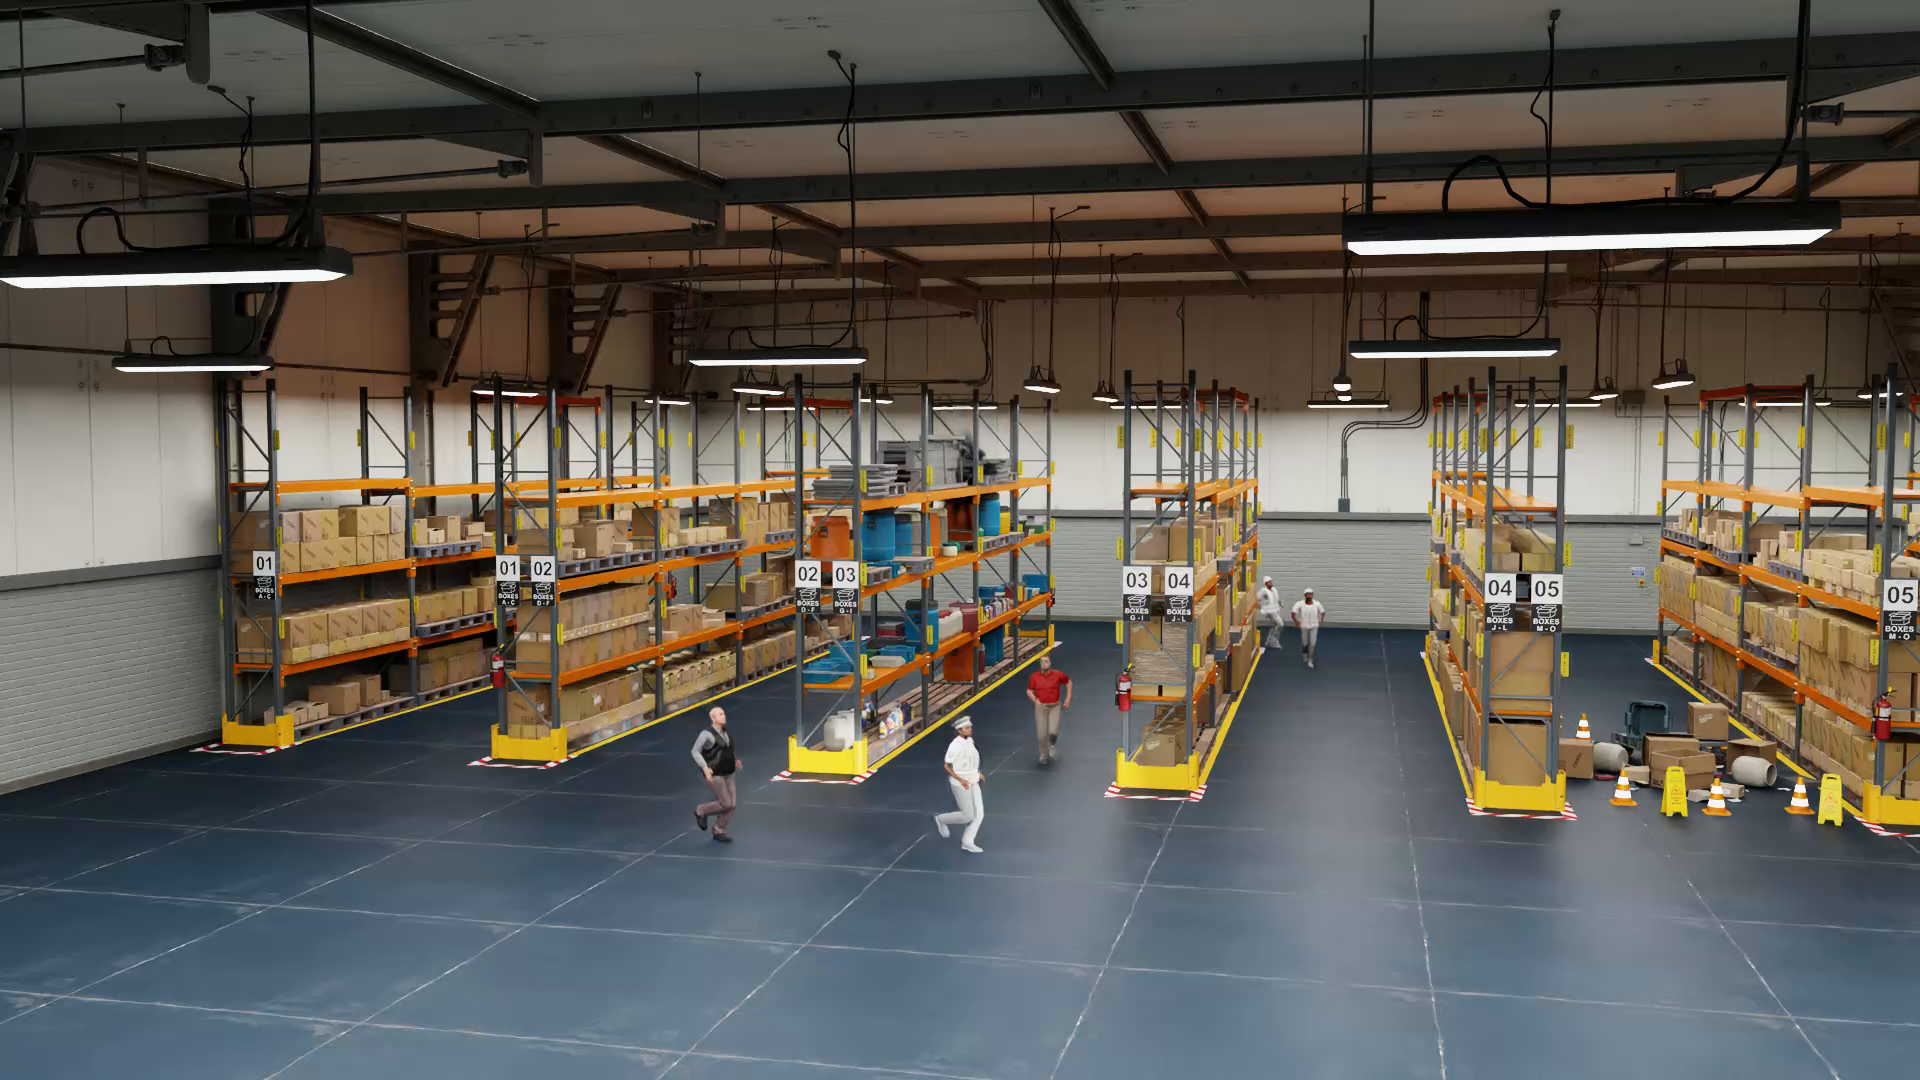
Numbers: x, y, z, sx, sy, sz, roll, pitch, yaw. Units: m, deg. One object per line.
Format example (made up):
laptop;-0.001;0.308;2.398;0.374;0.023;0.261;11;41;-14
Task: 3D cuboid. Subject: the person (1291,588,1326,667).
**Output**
person;7.747;1.938;36.868;0.737;1.737;0.609;0;3;1

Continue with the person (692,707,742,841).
person;-3.021;2.925;20.778;0.581;1.676;0.662;2;4;33

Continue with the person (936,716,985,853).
person;0.020;2.962;20.299;0.611;1.665;0.575;2;4;34

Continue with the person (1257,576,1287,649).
person;7.535;1.747;40.021;0.614;1.759;0.741;3;4;38

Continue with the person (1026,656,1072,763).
person;1.364;2.624;25.656;0.688;1.688;0.718;1;3;9
